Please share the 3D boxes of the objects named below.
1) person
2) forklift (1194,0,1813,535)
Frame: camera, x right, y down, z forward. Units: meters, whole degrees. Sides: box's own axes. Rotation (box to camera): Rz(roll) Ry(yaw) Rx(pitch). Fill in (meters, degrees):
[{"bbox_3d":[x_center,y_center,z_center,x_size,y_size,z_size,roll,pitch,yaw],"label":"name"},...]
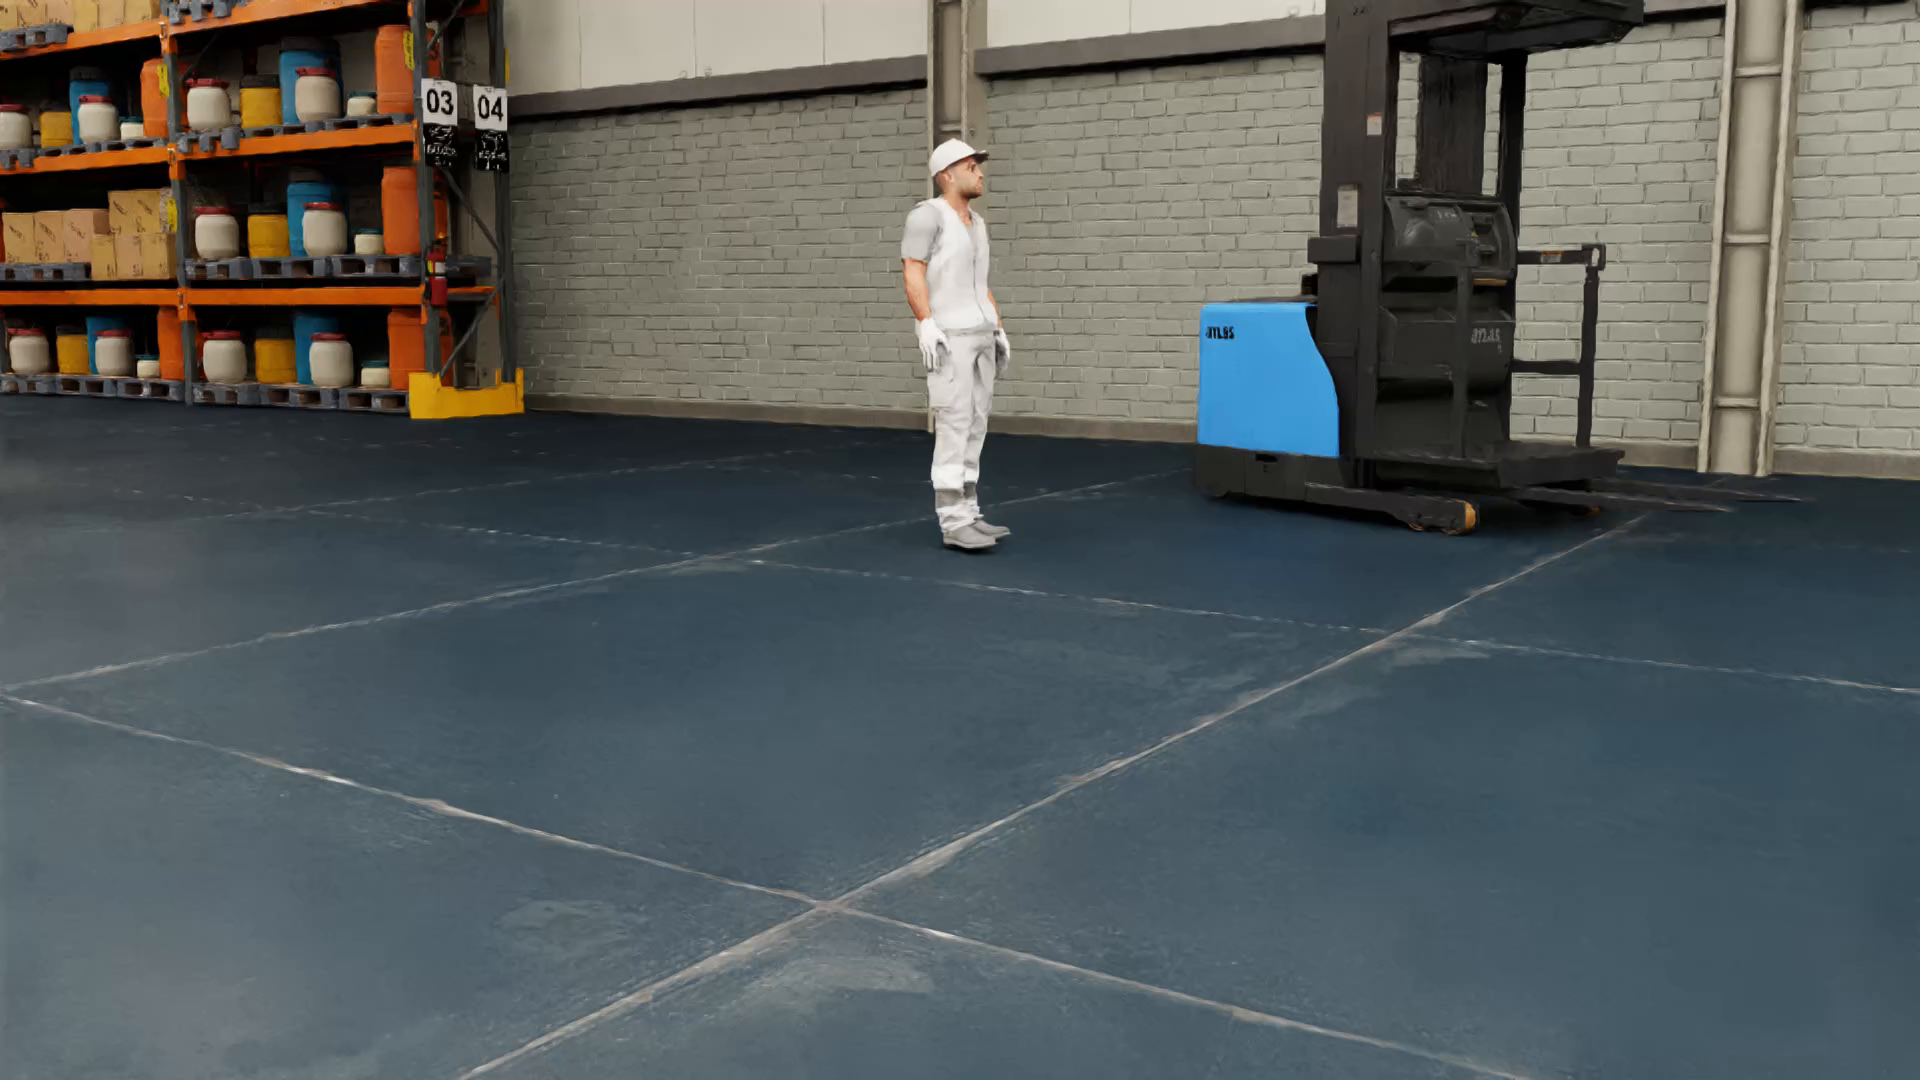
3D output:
[{"bbox_3d":[0.060,-0.885,7.423,0.563,1.787,0.637,5,10,34],"label":"person"},{"bbox_3d":[2.563,-1.550,8.092,1.130,2.935,3.031,-6,10,-36],"label":"forklift"}]
